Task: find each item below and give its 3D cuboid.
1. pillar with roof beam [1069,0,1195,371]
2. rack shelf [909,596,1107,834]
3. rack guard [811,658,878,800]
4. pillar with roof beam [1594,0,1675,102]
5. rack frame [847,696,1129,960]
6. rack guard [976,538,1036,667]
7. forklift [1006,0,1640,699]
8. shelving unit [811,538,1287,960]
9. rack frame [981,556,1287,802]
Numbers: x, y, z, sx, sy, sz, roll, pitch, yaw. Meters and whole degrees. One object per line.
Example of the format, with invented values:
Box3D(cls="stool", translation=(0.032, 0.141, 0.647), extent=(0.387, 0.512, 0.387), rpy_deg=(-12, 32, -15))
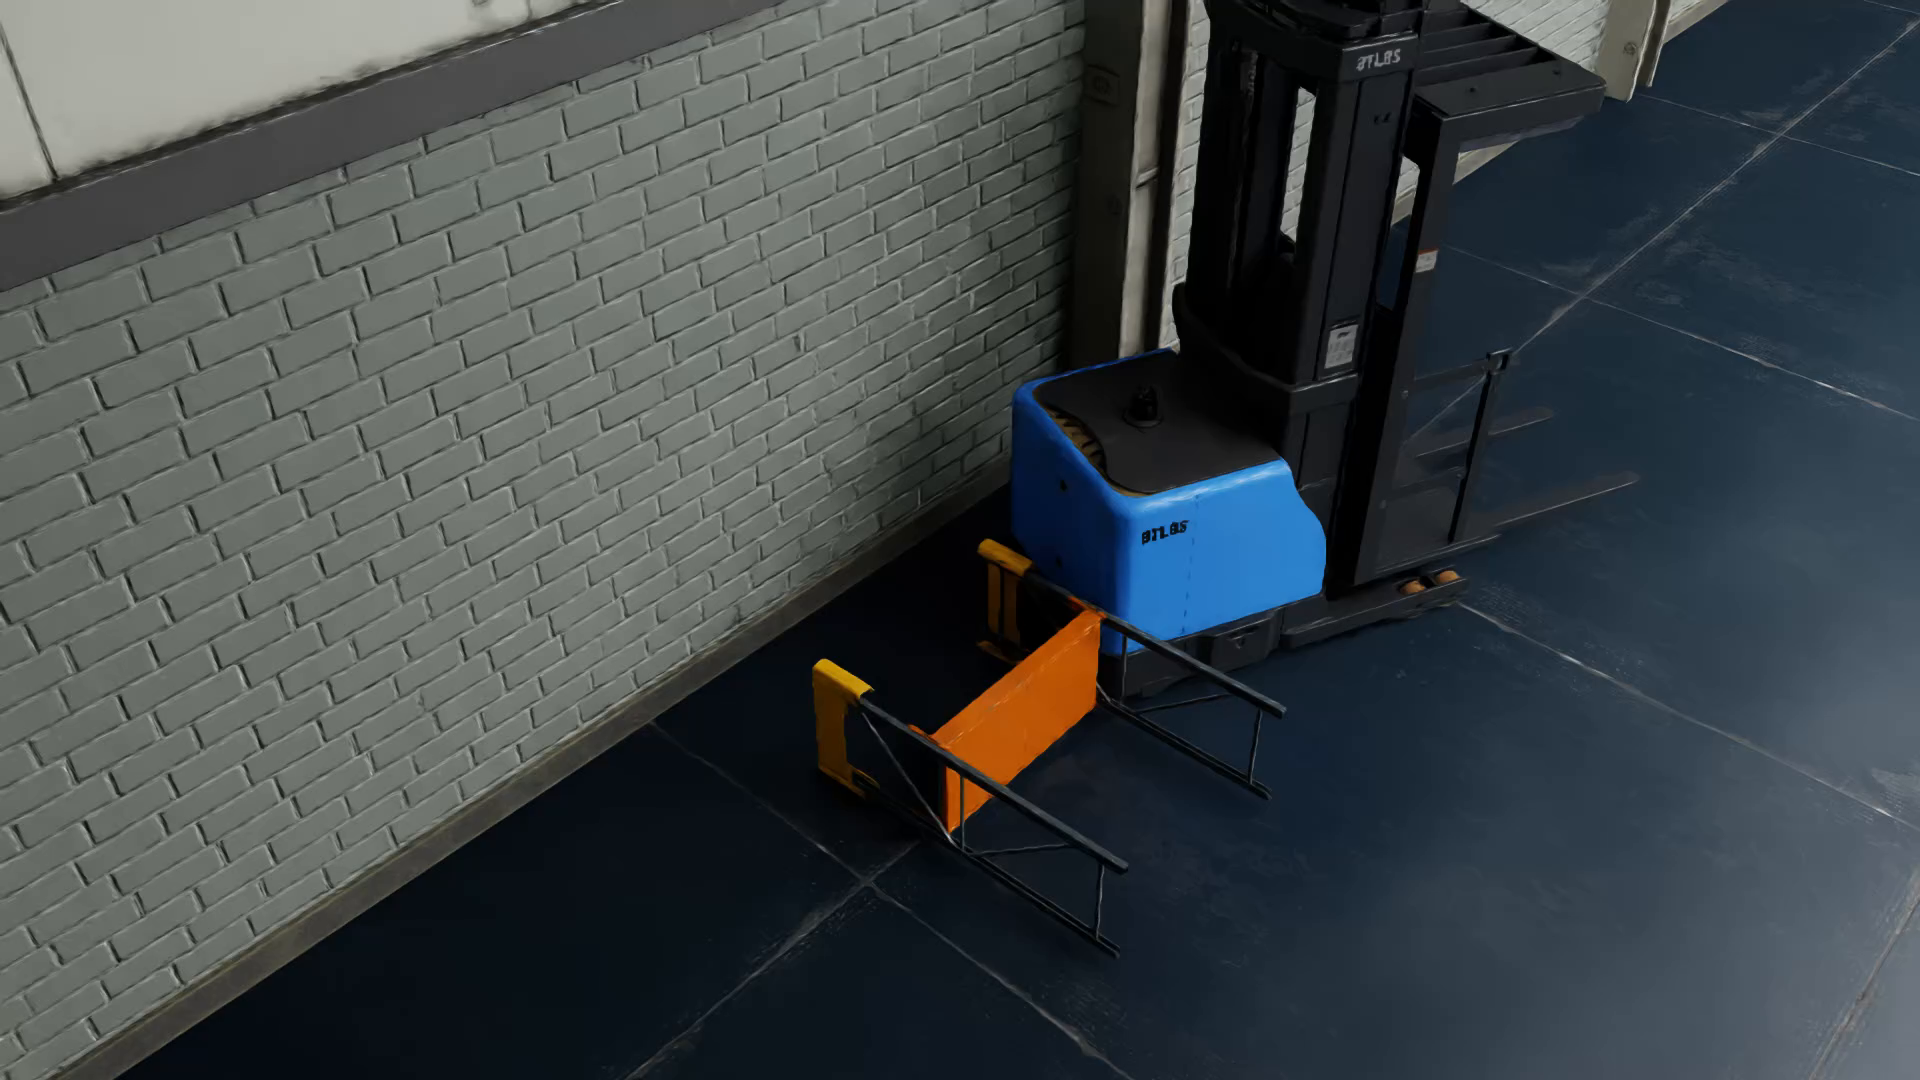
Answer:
Box3D(cls="pillar with roof beam", translation=(3.974, -2.276, 3.666), extent=(9.100, 9.000, 0.400), rpy_deg=(30, 47, 32))
Box3D(cls="rack shelf", translation=(0.201, 0.703, 6.657), extent=(0.185, 0.538, 1.000), rpy_deg=(28, 46, 31))
Box3D(cls="rack guard", translation=(-0.455, 0.752, 6.595), extent=(0.250, 0.587, 0.087), rpy_deg=(28, 46, 31))
Box3D(cls="pillar with roof beam", translation=(8.022, -5.033, 7.133), extent=(9.100, 9.000, 0.400), rpy_deg=(30, 47, 32))
Box3D(cls="rack frame", translation=(0.005, 1.016, 6.264), extent=(1.500, 0.500, 0.032), rpy_deg=(28, 46, 31))
Box3D(cls="rack guard", translation=(0.195, 0.283, 7.185), extent=(0.250, 0.587, 0.087), rpy_deg=(28, 46, 31))
Box3D(cls="forklift", translation=(1.776, -1.077, 7.033), extent=(3.031, 2.935, 1.130), rpy_deg=(-16, 41, -19))
Box3D(cls="shelving unit", translation=(0.343, 0.772, 6.570), extent=(1.500, 0.587, 1.083), rpy_deg=(28, 46, 31))
Box3D(cls="rack frame", translation=(0.670, 0.537, 6.866), extent=(1.500, 0.500, 0.032), rpy_deg=(28, 46, 31))
